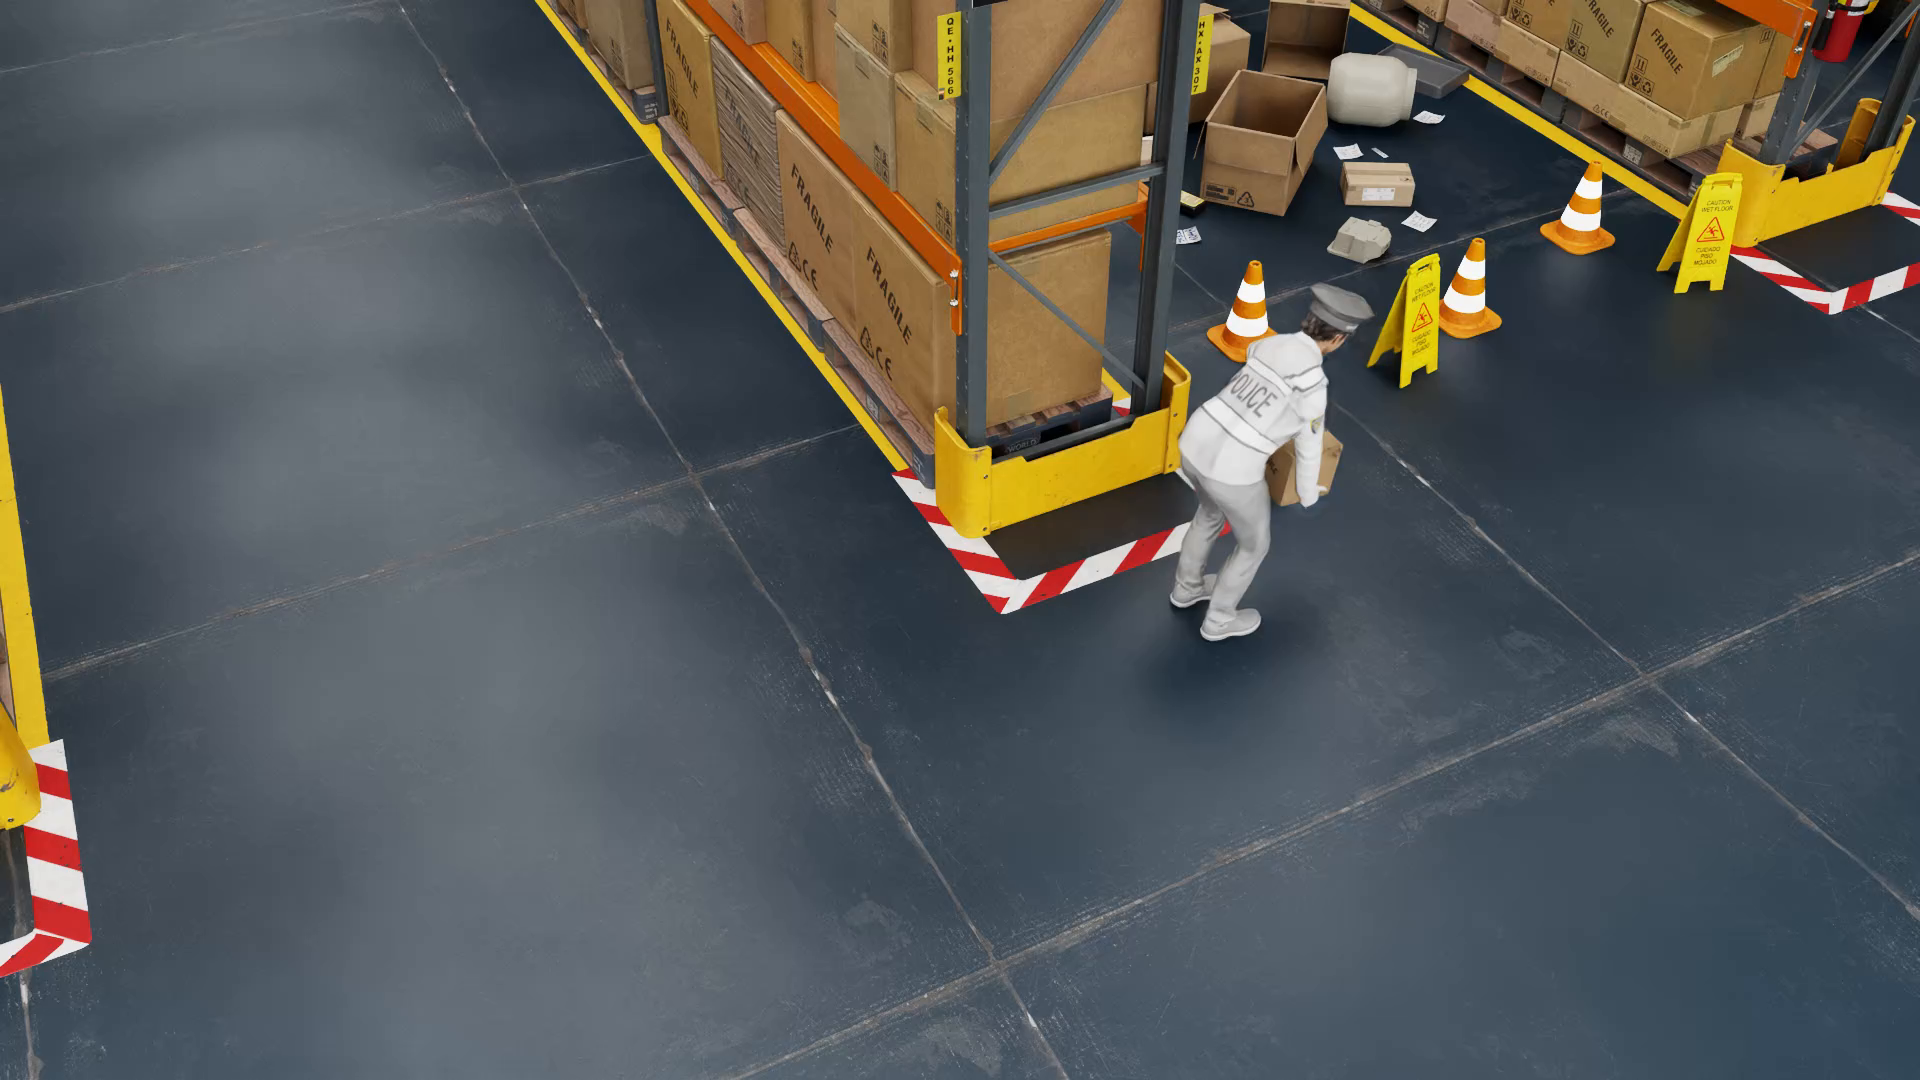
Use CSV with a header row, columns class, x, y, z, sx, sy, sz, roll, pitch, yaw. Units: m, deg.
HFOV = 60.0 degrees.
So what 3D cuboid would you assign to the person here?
class,x,y,z,sx,sy,sz,roll,pitch,yaw
person,1.217,-0.303,6.644,0.757,1.483,0.410,-20,45,-21
